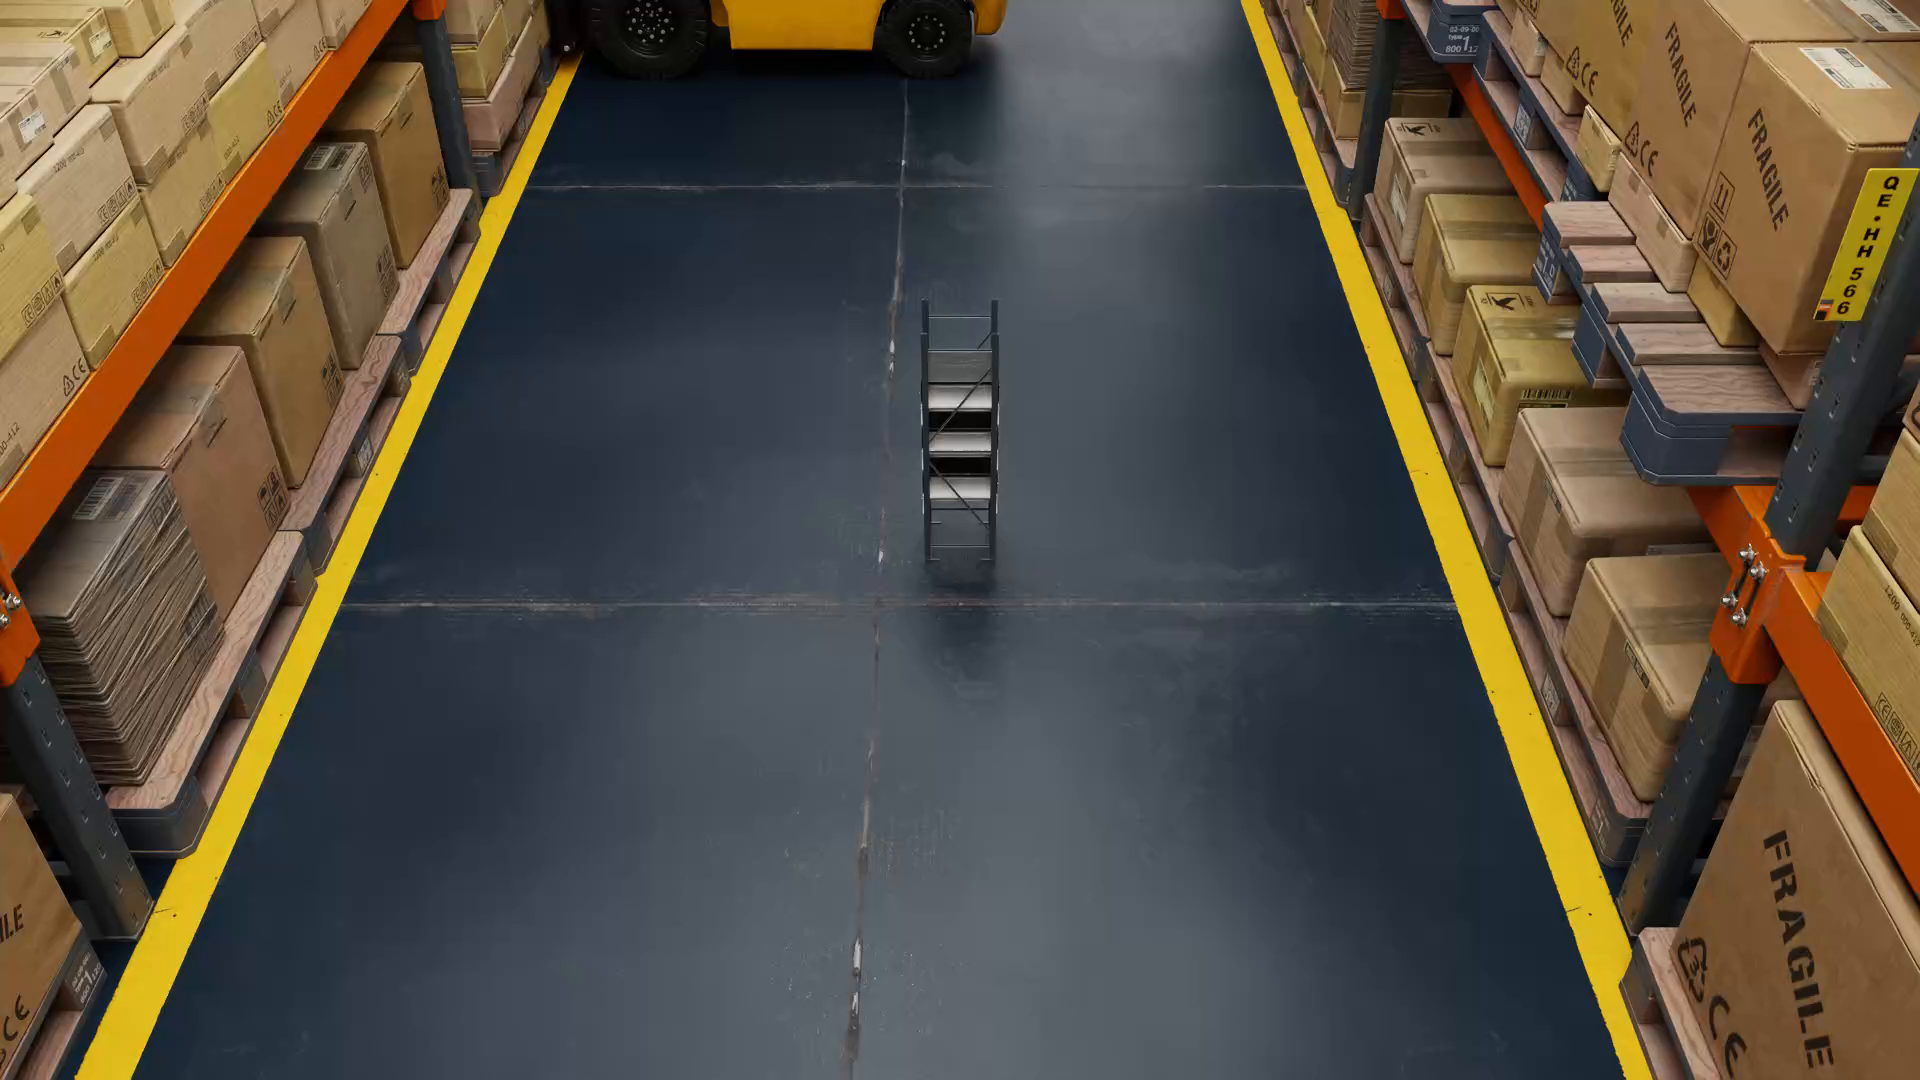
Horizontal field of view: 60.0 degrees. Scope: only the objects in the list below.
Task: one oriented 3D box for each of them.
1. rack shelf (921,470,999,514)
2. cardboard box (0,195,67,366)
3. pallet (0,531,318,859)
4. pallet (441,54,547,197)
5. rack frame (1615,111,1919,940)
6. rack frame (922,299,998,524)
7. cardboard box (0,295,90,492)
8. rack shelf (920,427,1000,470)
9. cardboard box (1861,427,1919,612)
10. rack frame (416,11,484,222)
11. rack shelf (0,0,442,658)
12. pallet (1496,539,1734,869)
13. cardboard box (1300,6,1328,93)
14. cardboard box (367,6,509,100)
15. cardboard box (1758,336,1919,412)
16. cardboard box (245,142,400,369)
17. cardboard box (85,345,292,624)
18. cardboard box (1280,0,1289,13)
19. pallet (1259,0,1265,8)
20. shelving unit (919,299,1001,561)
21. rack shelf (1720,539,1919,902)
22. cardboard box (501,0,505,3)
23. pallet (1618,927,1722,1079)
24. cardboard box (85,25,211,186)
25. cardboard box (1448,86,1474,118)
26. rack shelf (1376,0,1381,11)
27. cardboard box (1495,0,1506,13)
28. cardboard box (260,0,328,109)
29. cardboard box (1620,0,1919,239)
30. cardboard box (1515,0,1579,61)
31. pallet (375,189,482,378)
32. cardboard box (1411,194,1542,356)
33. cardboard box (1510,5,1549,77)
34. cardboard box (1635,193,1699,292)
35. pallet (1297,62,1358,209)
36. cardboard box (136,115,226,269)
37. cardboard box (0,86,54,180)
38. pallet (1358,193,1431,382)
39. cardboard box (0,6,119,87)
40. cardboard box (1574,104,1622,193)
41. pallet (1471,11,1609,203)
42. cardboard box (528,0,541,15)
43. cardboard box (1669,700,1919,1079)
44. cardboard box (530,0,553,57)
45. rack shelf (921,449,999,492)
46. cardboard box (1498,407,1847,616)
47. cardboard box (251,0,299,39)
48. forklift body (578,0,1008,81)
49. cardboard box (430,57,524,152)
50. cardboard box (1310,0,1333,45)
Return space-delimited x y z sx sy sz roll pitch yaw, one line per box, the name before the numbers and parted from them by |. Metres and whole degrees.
rack shelf | 0.000 -0.180 5.596 0.258 0.077 0.200 0 39 0
cardboard box | -2.414 -0.555 3.765 0.500 0.250 0.500 0 39 0
pallet | -2.644 0.432 5.042 1.003 0.211 1.213 0 39 0
pallet | -2.646 -2.052 8.141 1.003 0.211 1.213 0 39 0
rack frame | 2.281 -0.147 3.535 1.000 3.000 0.127 0 39 0
rack frame | 0.000 -0.410 5.542 0.240 0.900 0.006 0 39 0
cardboard box | -2.439 -0.360 3.921 0.500 0.250 0.500 0 39 0
rack shelf | 0.000 -0.320 5.483 0.258 0.077 0.200 0 39 0
cardboard box | 2.035 0.033 3.030 0.500 0.250 0.500 0 39 0
rack frame | -2.687 -2.643 6.649 1.000 3.000 0.127 0 39 0
rack shelf | -2.685 -1.111 5.313 1.077 0.370 4.000 0 39 0
pallet | 2.282 0.452 5.017 1.003 0.211 1.213 0 39 0
cardboard box | 1.996 -2.442 8.261 0.500 0.250 0.500 -1 39 -1
cardboard box | -2.379 -2.231 7.599 0.500 0.250 0.500 0 39 0
cardboard box | 2.045 -0.418 3.738 0.380 0.149 0.250 1 39 2
cardboard box | -2.682 -1.068 6.247 0.875 0.625 0.625 0 39 0
cardboard box | -2.678 -0.177 5.135 0.875 0.625 0.625 1 39 1
cardboard box | 2.003 -3.076 9.052 0.500 0.250 0.500 2 39 3
pallet | 2.238 -3.506 9.956 1.003 0.211 1.213 0 39 0
shelving unit | 0.000 -0.346 5.462 0.258 0.900 0.210 0 39 0
rack shelf | 2.283 1.384 2.199 1.077 0.370 4.000 0 39 0
cardboard box | -2.364 -2.746 7.841 0.500 0.250 0.500 0 39 0
pallet | 2.207 1.434 3.792 1.003 0.211 1.213 0 39 0
cardboard box | -2.421 -1.196 4.564 0.500 0.250 0.500 -1 39 -1
cardboard box | 2.546 -2.108 7.845 0.500 0.250 0.500 -2 39 -2
rack shelf | 2.274 -3.618 8.442 1.077 0.370 4.000 0 39 0
cardboard box | 1.988 -1.874 5.555 0.380 0.149 0.250 1 39 1
cardboard box | -2.449 -1.644 5.523 0.500 0.250 0.500 0 39 0
cardboard box | 1.991 -1.073 4.037 0.500 0.500 0.500 -1 39 -1
cardboard box | 1.990 -1.730 4.857 0.500 0.500 0.500 -2 39 -2
pallet | -2.647 -1.094 6.946 1.003 0.211 1.213 0 39 0
cardboard box | 2.284 -1.009 6.376 0.950 0.372 0.625 2 39 3
cardboard box | 1.935 -1.553 5.155 0.380 0.149 0.250 1 39 2
cardboard box | 1.928 -0.743 4.143 0.380 0.149 0.250 0 39 0
pallet | 2.240 -1.980 8.052 1.003 0.211 1.213 0 39 0
cardboard box | -2.442 -0.997 4.715 0.500 0.250 0.500 -1 39 -2
cardboard box | -2.416 -0.960 3.951 0.380 0.149 0.250 1 39 1
pallet | 2.279 -1.073 6.921 1.003 0.211 1.213 0 39 0
cardboard box | -2.459 -1.281 4.351 0.380 0.149 0.250 0 39 0
cardboard box | 1.921 -1.072 4.555 0.380 0.149 0.250 1 39 1
pallet | 2.238 -1.310 5.139 1.003 0.211 1.213 0 39 0
cardboard box | -2.371 -2.861 8.384 0.500 0.250 0.500 0 39 0
cardboard box | 2.199 0.950 3.529 0.875 0.875 0.875 0 39 0
cardboard box | -2.389 -2.675 8.552 0.500 0.250 0.500 1 39 1
rack shelf | 0.000 -0.250 5.539 0.258 0.077 0.200 0 39 0
cardboard box | 2.282 -0.100 5.242 0.950 0.372 0.625 -1 39 -1
cardboard box | -2.428 -1.831 5.356 0.500 0.250 0.500 1 39 1
forklift body | -0.865 -3.628 8.558 2.313 2.155 1.214 0 39 0
cardboard box | -2.357 -2.036 7.755 0.500 0.250 0.500 0 39 0
cardboard box | 2.005 -2.720 8.009 0.500 0.500 0.500 1 39 1
